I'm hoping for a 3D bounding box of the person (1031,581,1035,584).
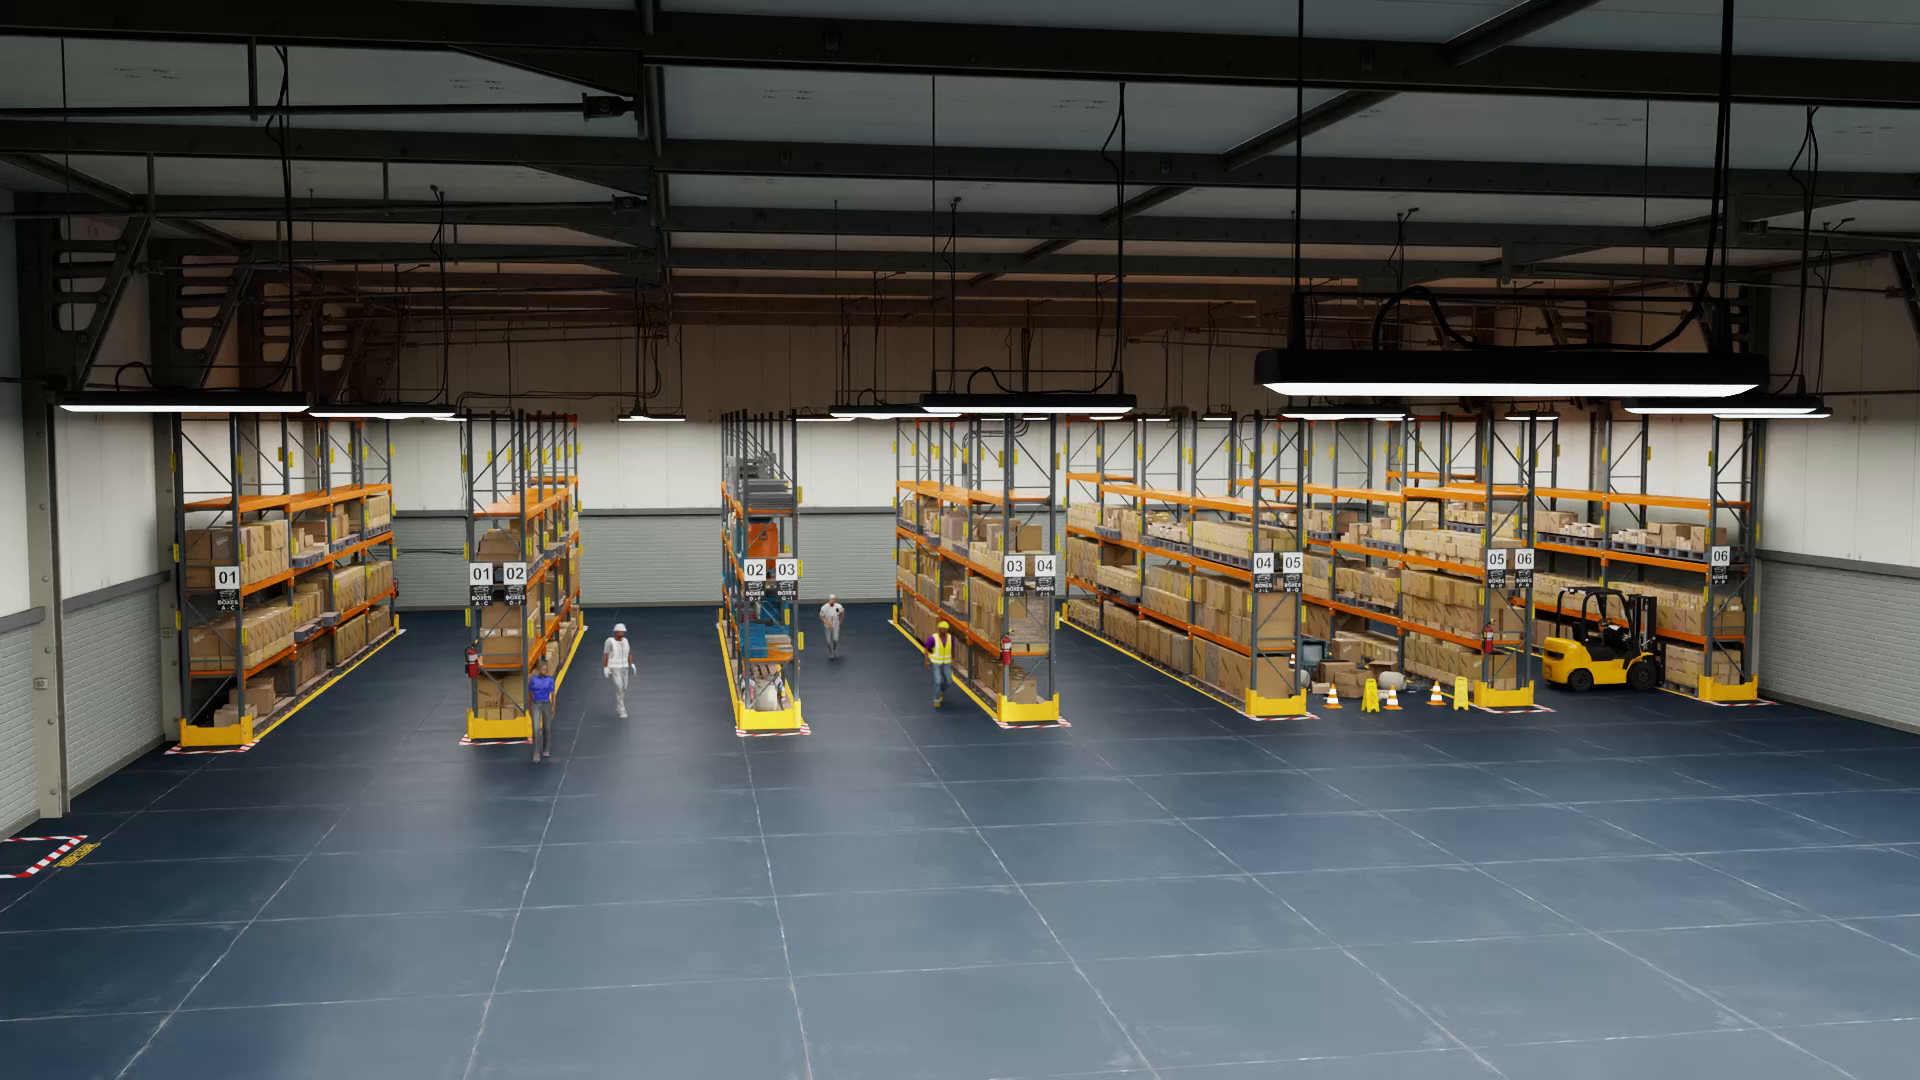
[{"bbox_3d":[1.968,1.571,46.834,0.629,1.711,1.129,0,4,-6],"label":"person"}]

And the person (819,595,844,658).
[{"bbox_3d":[-3.118,2.106,40.546,0.585,1.583,0.757,0,4,1],"label":"person"}]

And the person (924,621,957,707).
[{"bbox_3d":[-0.424,2.498,33.850,0.627,1.744,0.659,-2,4,-25],"label":"person"}]

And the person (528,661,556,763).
[{"bbox_3d":[-7.133,2.922,28.421,0.469,1.669,0.672,-1,4,-18],"label":"person"}]

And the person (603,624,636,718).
[{"bbox_3d":[-6.652,2.564,32.753,0.659,1.813,0.580,3,5,39],"label":"person"}]
